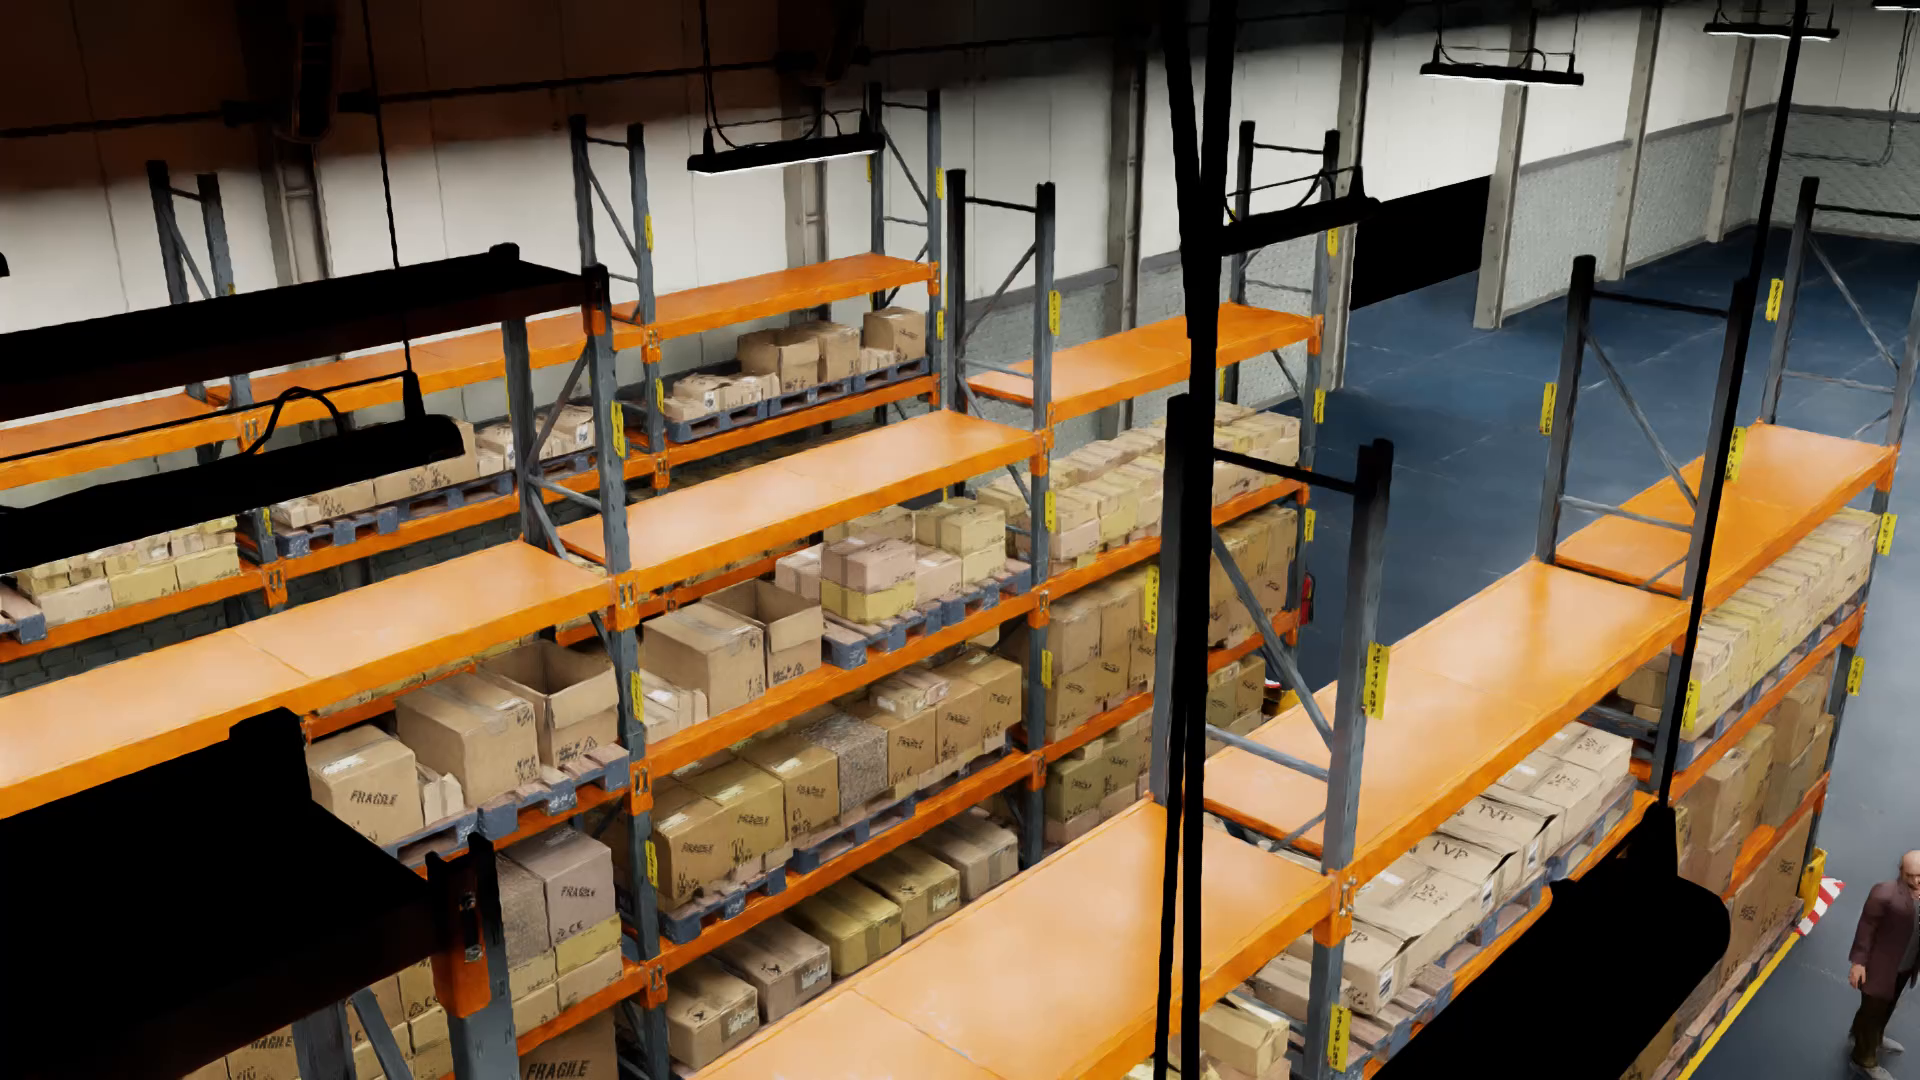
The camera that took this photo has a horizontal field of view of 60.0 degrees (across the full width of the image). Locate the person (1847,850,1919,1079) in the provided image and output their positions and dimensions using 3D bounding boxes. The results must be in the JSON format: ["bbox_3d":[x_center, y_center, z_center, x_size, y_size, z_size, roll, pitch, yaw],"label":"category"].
[{"bbox_3d":[6.636,3.000,11.786,0.678,1.773,0.626,-6,22,-16],"label":"person"}]
